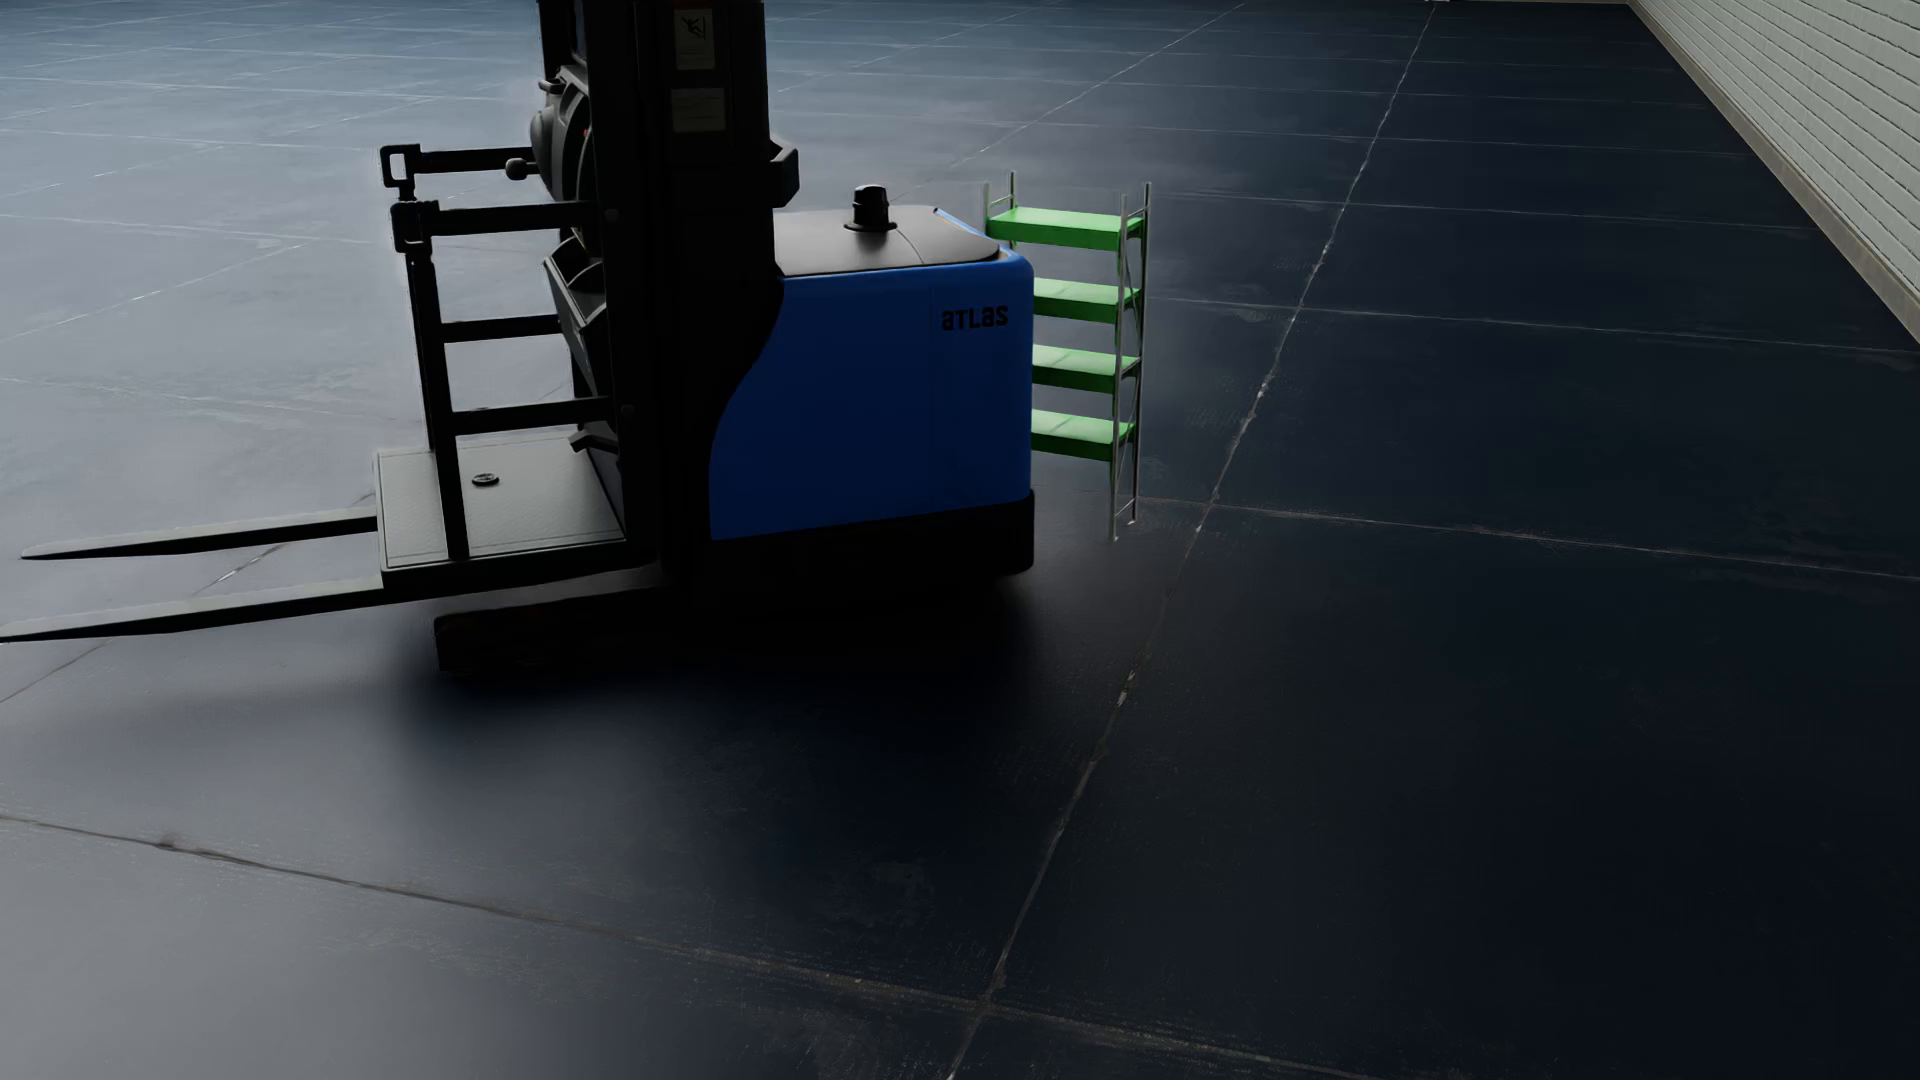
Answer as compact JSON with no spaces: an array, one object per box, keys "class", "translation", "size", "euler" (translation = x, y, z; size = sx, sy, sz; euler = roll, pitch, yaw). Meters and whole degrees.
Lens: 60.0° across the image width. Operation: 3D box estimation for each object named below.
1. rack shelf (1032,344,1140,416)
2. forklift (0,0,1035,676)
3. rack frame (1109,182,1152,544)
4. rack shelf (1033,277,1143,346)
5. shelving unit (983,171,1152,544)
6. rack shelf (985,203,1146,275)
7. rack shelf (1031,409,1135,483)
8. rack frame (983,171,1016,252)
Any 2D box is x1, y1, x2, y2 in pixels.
[{"class":"rack shelf","translation":[0.353,-0.565,5.734],"size":[0.480,0.148,0.258],"euler":[10,24,24]},{"class":"forklift","translation":[-1.335,-1.189,4.807],"size":[3.031,2.935,1.130],"euler":[-8,24,-18]},{"class":"rack frame","translation":[0.573,-0.584,5.612],"size":[0.015,1.200,0.240],"euler":[10,24,24]},{"class":"rack shelf","translation":[0.353,-0.787,5.643],"size":[0.480,0.148,0.258],"euler":[10,24,24]},{"class":"shelving unit","translation":[0.353,-0.624,5.710],"size":[0.503,1.200,0.258],"euler":[10,24,24]},{"class":"rack shelf","translation":[0.353,-1.009,5.552],"size":[0.480,0.148,0.258],"euler":[10,24,24]},{"class":"rack shelf","translation":[0.353,-0.343,5.825],"size":[0.480,0.148,0.258],"euler":[10,24,24]},{"class":"rack frame","translation":[0.134,-0.664,5.808],"size":[0.015,1.200,0.240],"euler":[10,24,24]}]
